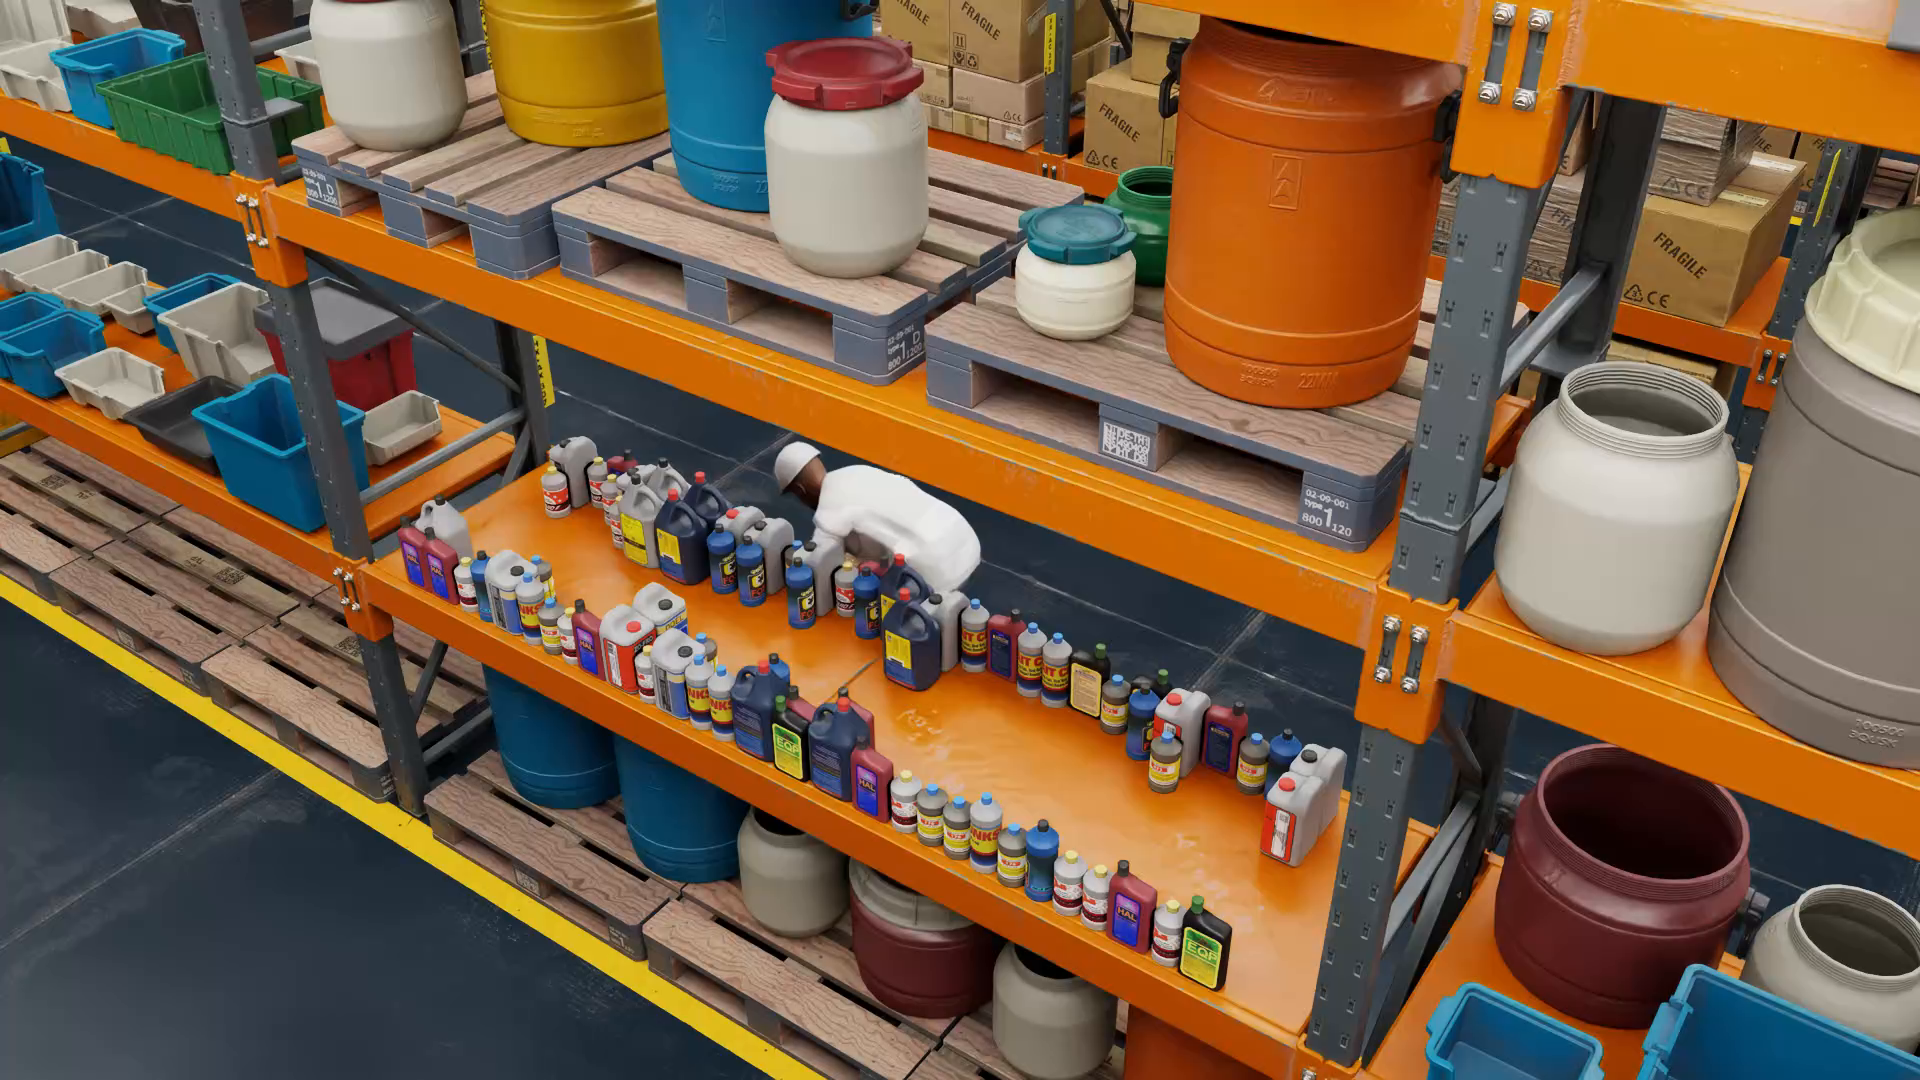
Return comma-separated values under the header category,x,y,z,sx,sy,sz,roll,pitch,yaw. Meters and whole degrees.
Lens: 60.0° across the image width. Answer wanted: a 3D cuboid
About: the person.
category,x,y,z,sx,sy,sz,roll,pitch,yaw
person,-0.380,0.202,7.299,0.946,1.231,0.498,18,38,24
